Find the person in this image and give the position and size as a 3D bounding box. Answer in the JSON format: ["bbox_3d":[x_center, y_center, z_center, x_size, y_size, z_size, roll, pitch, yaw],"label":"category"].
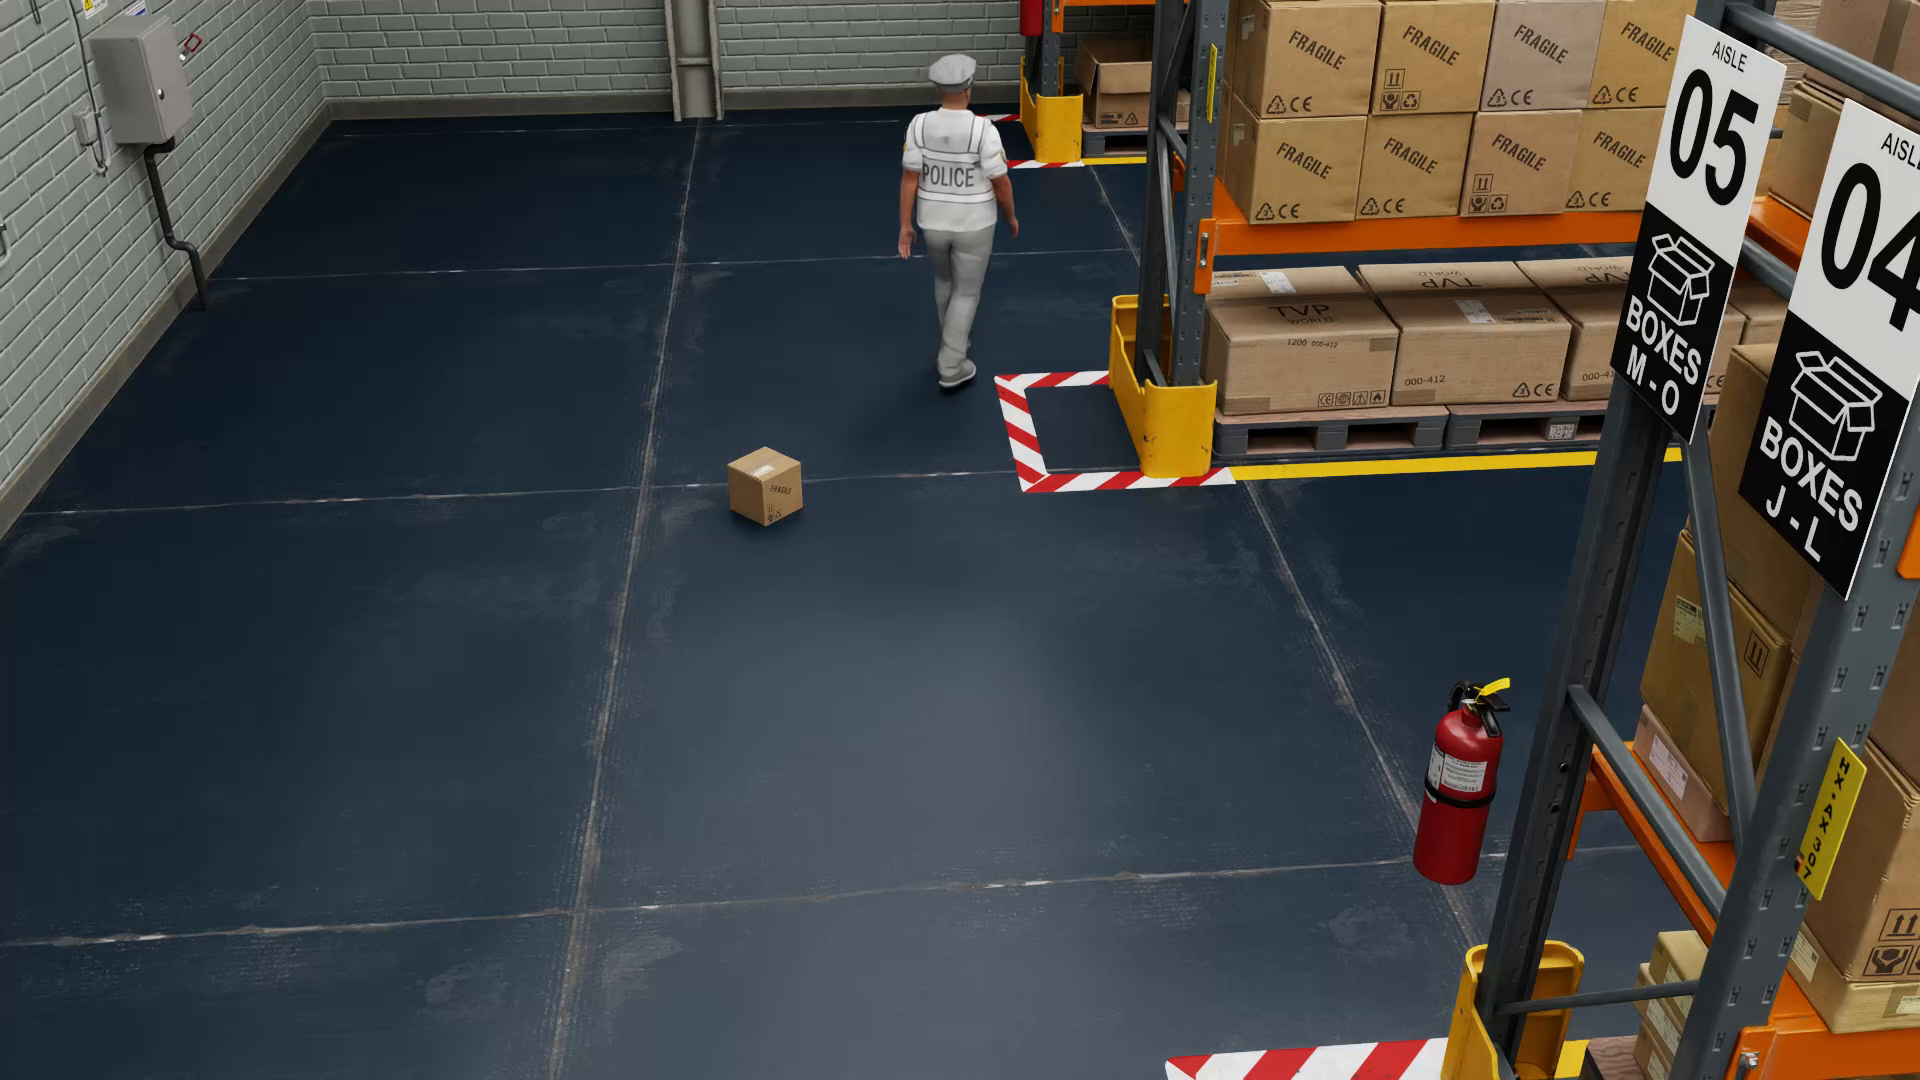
[{"bbox_3d":[0.017,-1.721,9.011,0.573,1.817,0.771,12,33,19],"label":"person"}]
